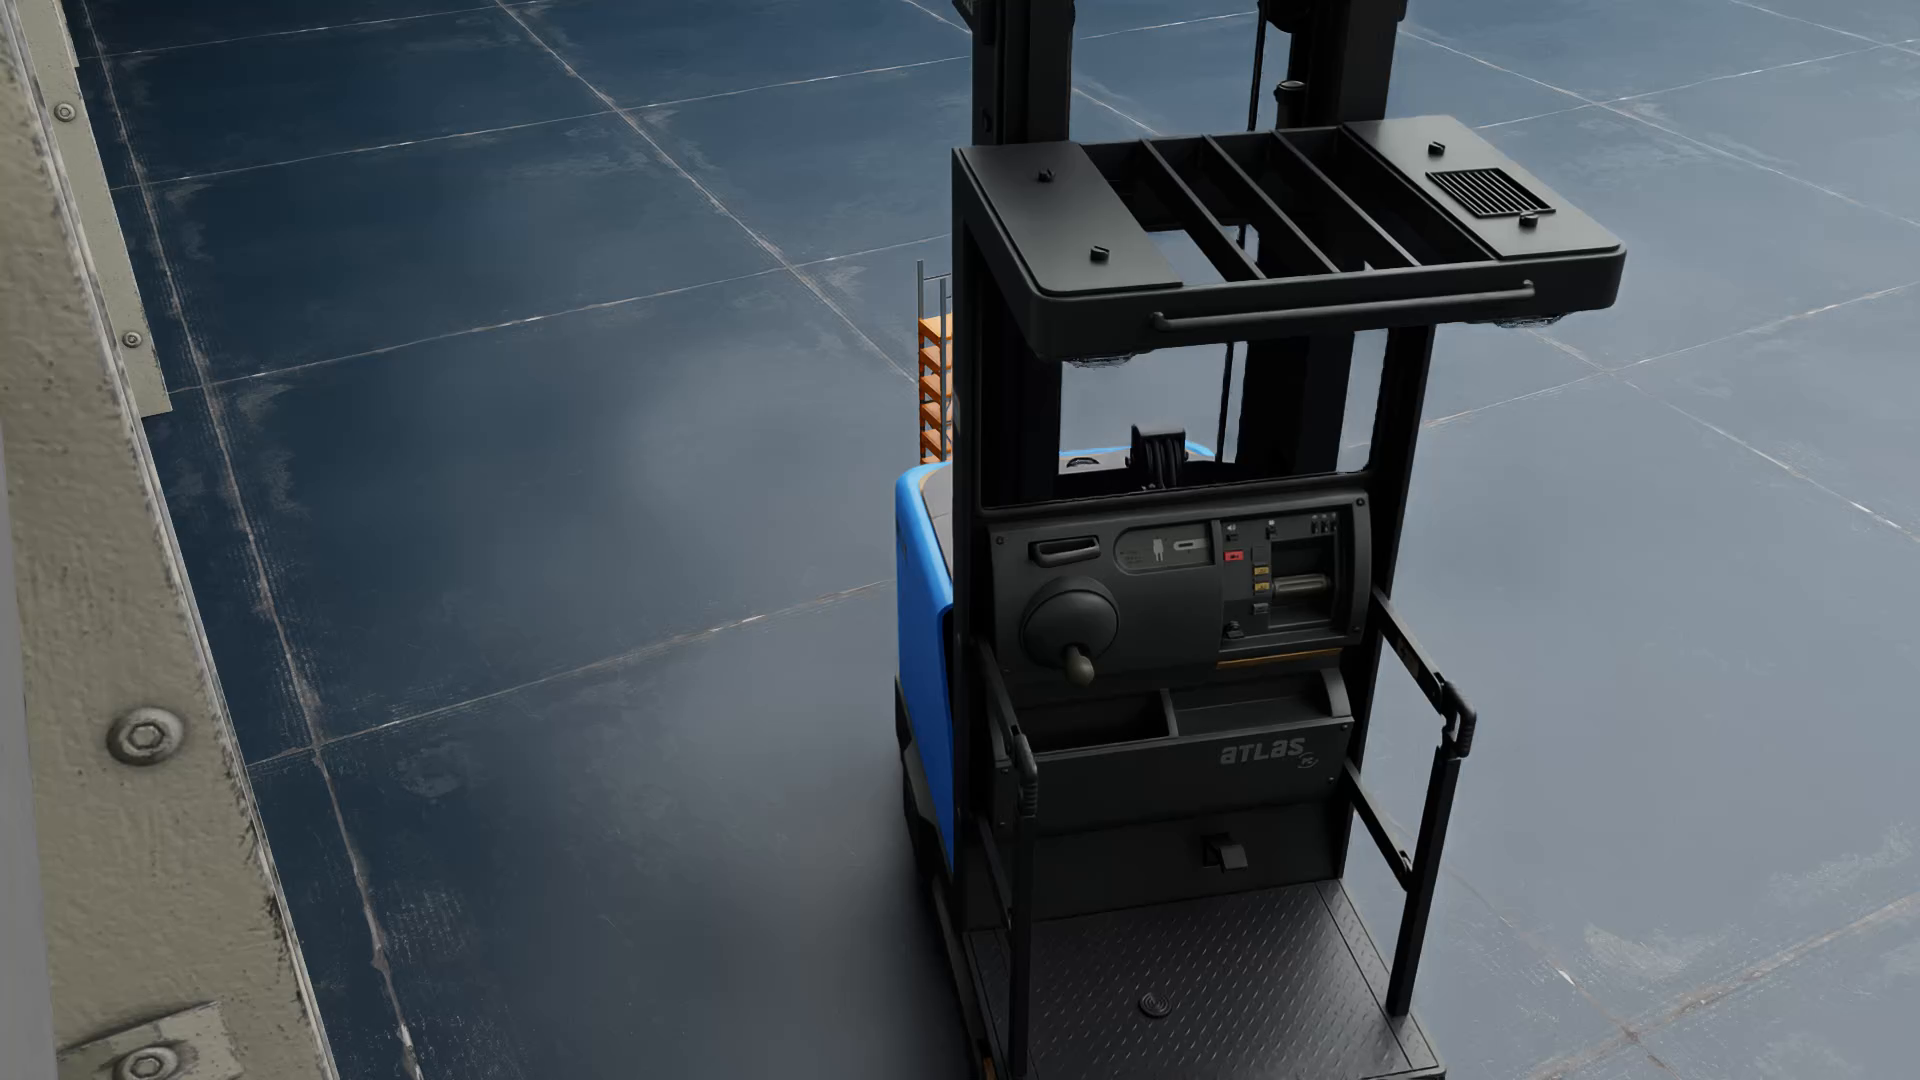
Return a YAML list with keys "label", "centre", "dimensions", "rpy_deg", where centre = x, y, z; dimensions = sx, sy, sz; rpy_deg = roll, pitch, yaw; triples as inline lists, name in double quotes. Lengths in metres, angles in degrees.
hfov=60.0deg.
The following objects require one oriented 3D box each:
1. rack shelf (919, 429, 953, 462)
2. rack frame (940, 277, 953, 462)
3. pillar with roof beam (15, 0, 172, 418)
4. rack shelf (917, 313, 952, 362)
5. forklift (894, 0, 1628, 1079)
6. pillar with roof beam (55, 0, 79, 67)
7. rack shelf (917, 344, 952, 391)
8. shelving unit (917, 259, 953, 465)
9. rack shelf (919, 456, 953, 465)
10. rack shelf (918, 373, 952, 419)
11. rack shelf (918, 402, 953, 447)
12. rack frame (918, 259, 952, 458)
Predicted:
- label: "rack shelf"
  centre: [-0.007, -0.374, 6.526]
  dimensions: [0.258, 0.103, 0.180]
  rpy_deg: [-16, 36, -23]
- label: "rack frame"
  centre: [0.036, -0.468, 6.369]
  dimensions: [0.240, 1.200, 0.006]
  rpy_deg: [-16, 36, -23]
- label: "pillar with roof beam"
  centre: [-0.059, -5.525, 7.032]
  dimensions: [9.100, 9.000, 0.400]
  rpy_deg: [-16, 36, -23]
- label: "rack shelf"
  centre: [-0.007, -0.778, 6.267]
  dimensions: [0.258, 0.103, 0.180]
  rpy_deg: [-16, 36, -23]
- label: "forklift"
  centre: [0.573, 0.169, 3.769]
  dimensions: [1.130, 2.935, 3.031]
  rpy_deg: [-6, 33, -9]
- label: "pillar with roof beam"
  centre: [-2.856, -8.388, 11.501]
  dimensions: [9.100, 9.000, 0.400]
  rpy_deg: [-16, 36, -23]
- label: "rack shelf"
  centre: [-0.007, -0.677, 6.332]
  dimensions: [0.258, 0.103, 0.180]
  rpy_deg: [-16, 36, -23]
- label: "shelving unit"
  centre: [-0.007, -0.512, 6.437]
  dimensions: [0.258, 1.200, 0.189]
  rpy_deg: [-16, 36, -23]
- label: "rack shelf"
  centre: [-0.007, -0.273, 6.591]
  dimensions: [0.258, 0.103, 0.180]
  rpy_deg: [-16, 36, -23]
- label: "rack shelf"
  centre: [-0.007, -0.576, 6.396]
  dimensions: [0.258, 0.103, 0.180]
  rpy_deg: [-16, 36, -23]
- label: "rack shelf"
  centre: [-0.007, -0.475, 6.461]
  dimensions: [0.258, 0.103, 0.180]
  rpy_deg: [-16, 36, -23]
- label: "rack frame"
  centre: [-0.049, -0.556, 6.505]
  dimensions: [0.240, 1.200, 0.006]
  rpy_deg: [-16, 36, -23]
